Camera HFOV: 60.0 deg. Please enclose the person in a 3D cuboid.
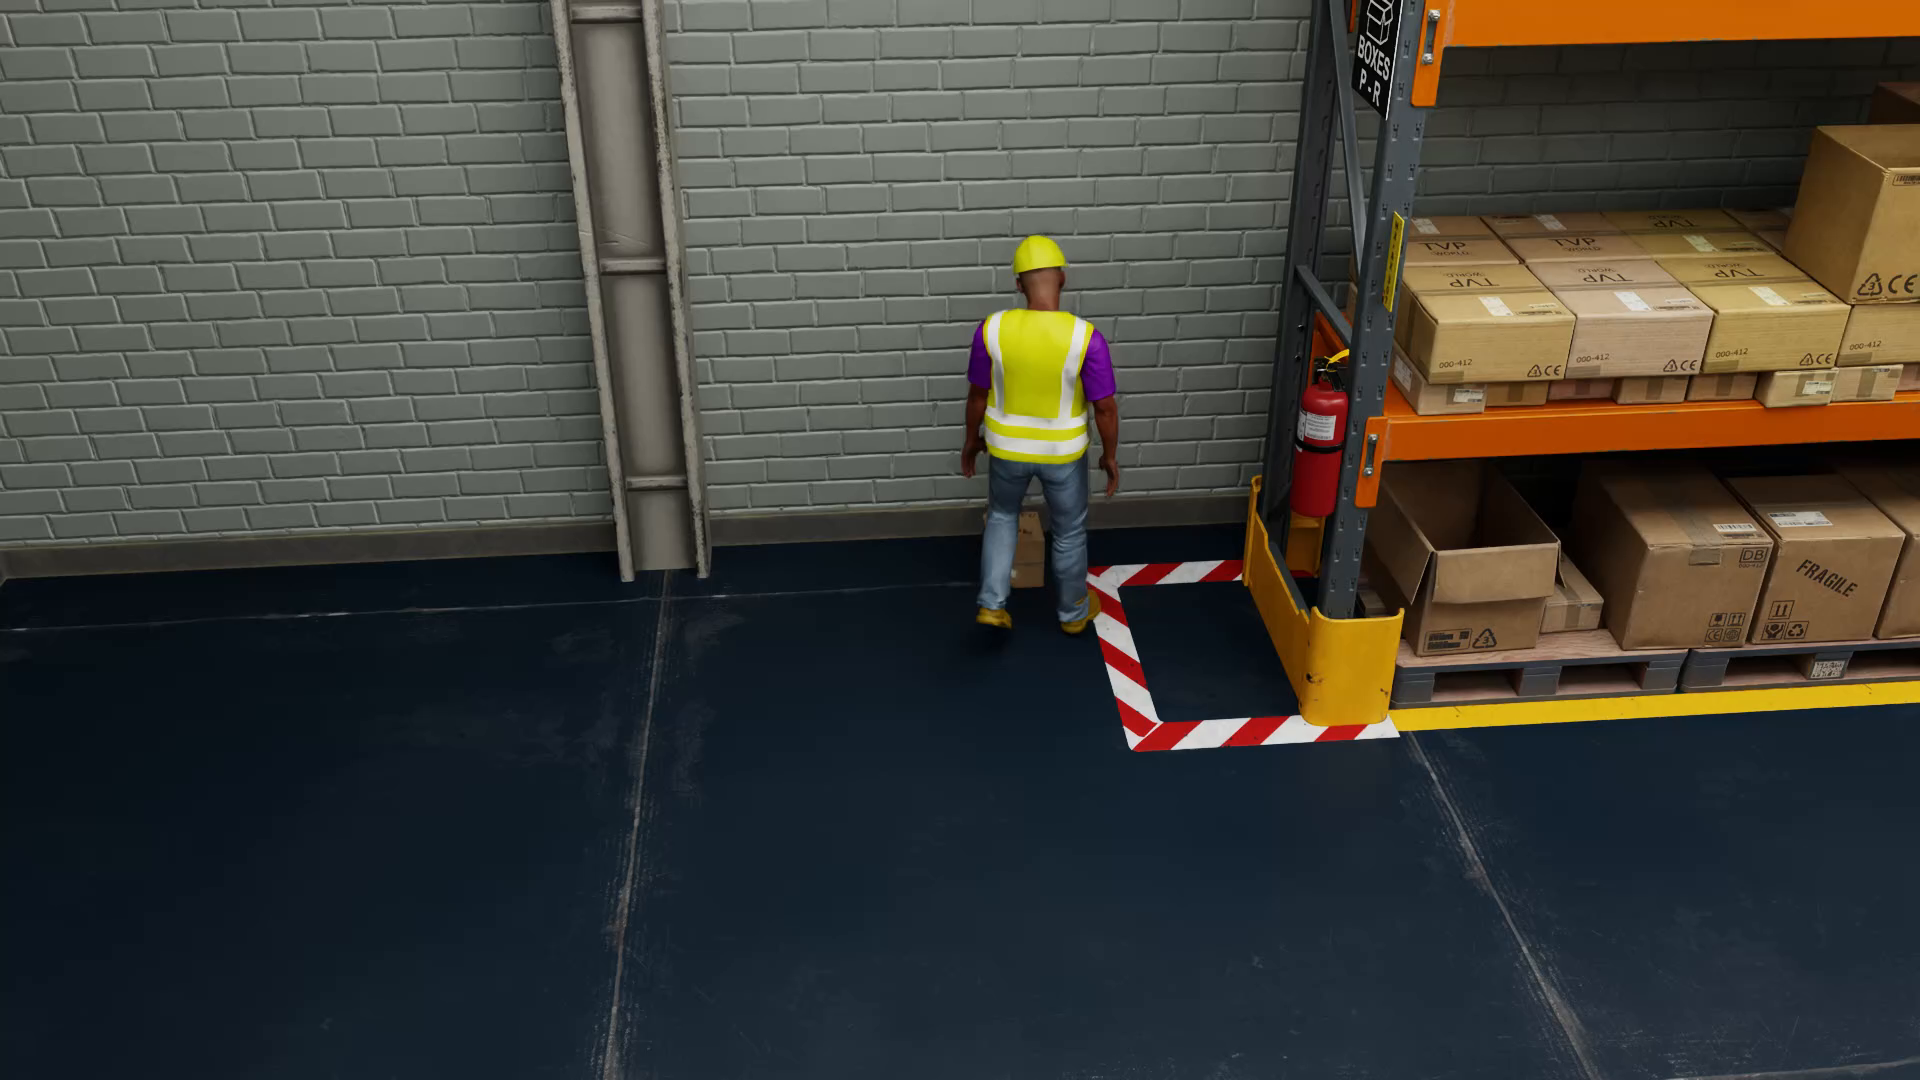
[{"bbox_3d":[0.319,-0.400,6.756,0.695,1.779,0.440,4,31,7],"label":"person"}]
